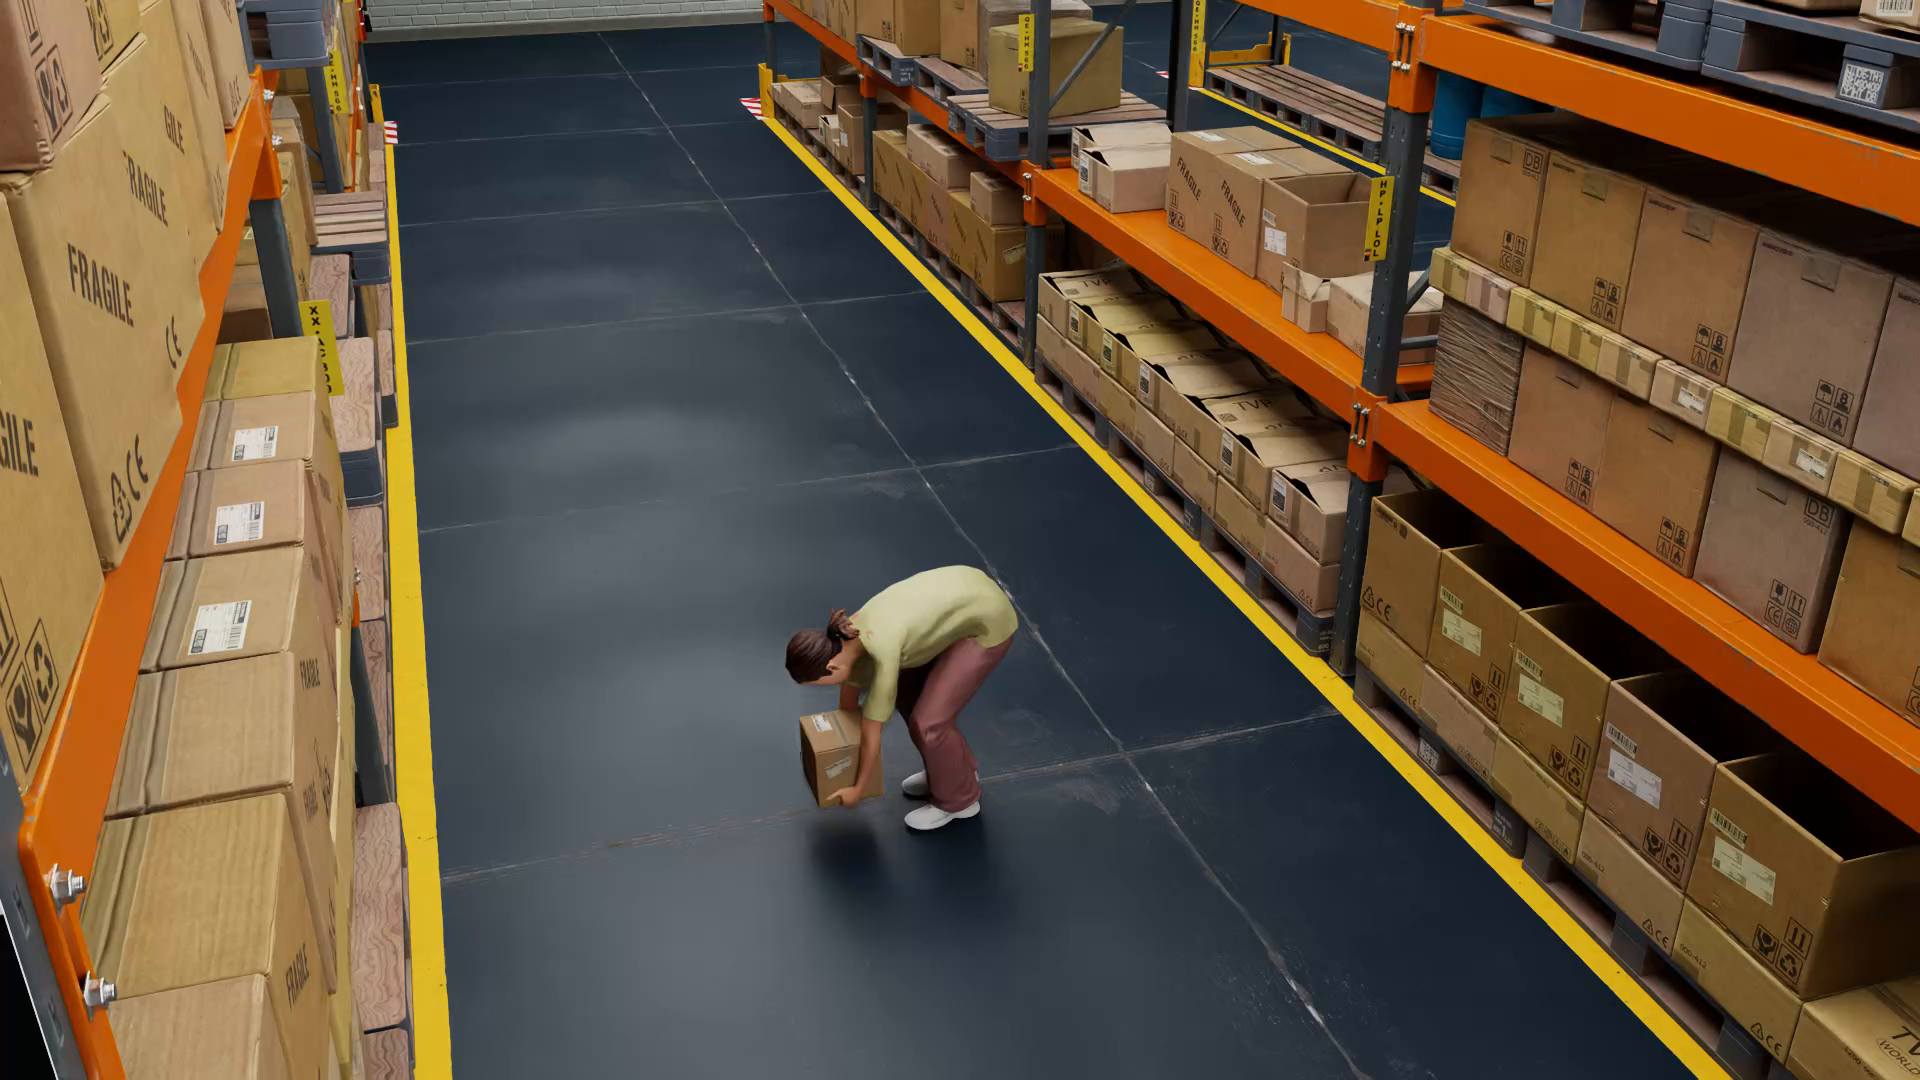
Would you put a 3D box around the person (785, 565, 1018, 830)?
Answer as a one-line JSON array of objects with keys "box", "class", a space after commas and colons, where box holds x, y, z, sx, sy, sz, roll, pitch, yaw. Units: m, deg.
[{"box": [-0.217, 0.605, 6.175, 0.863, 0.985, 0.439, -9, 28, -18], "class": "person"}]
